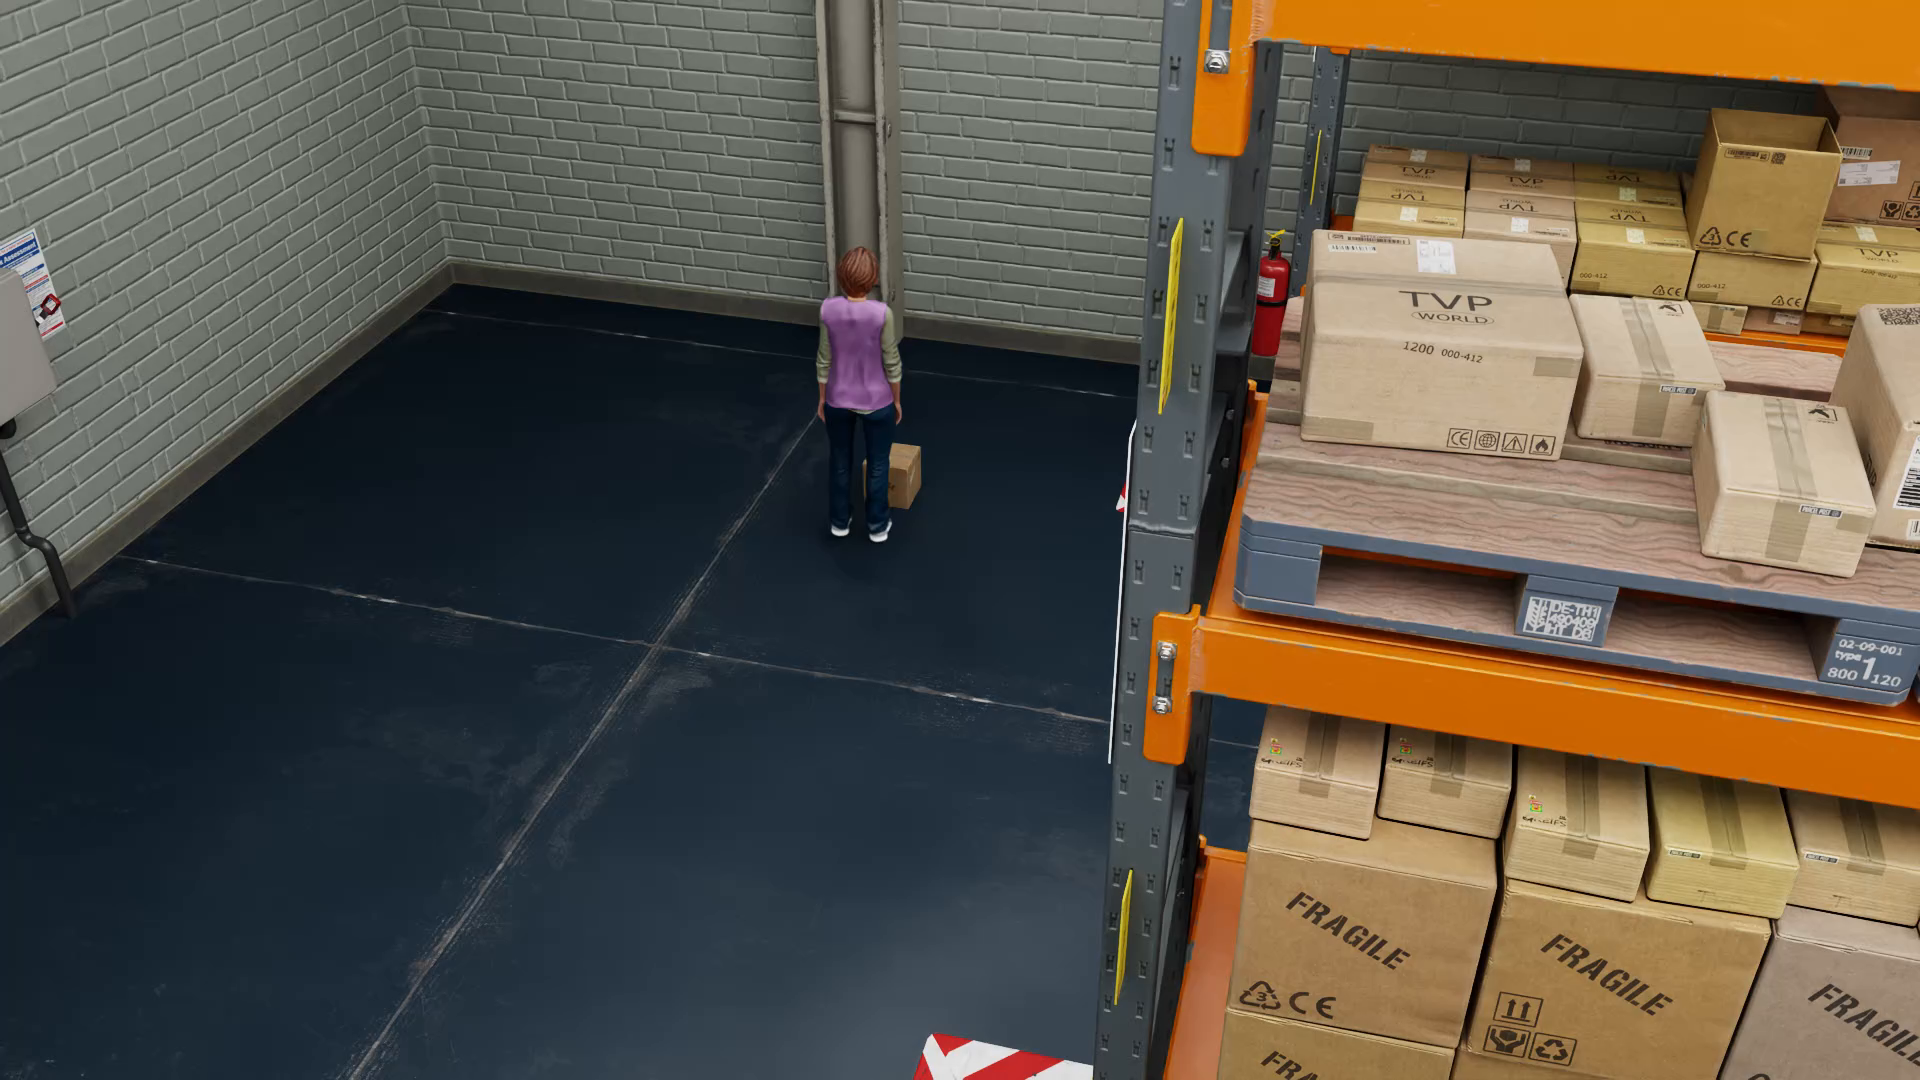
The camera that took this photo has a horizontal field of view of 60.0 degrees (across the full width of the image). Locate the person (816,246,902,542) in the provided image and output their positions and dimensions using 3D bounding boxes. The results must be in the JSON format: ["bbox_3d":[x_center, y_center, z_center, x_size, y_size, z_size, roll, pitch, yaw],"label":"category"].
[{"bbox_3d":[-0.476,-0.690,8.180,0.425,1.589,0.383,5,34,8],"label":"person"}]
